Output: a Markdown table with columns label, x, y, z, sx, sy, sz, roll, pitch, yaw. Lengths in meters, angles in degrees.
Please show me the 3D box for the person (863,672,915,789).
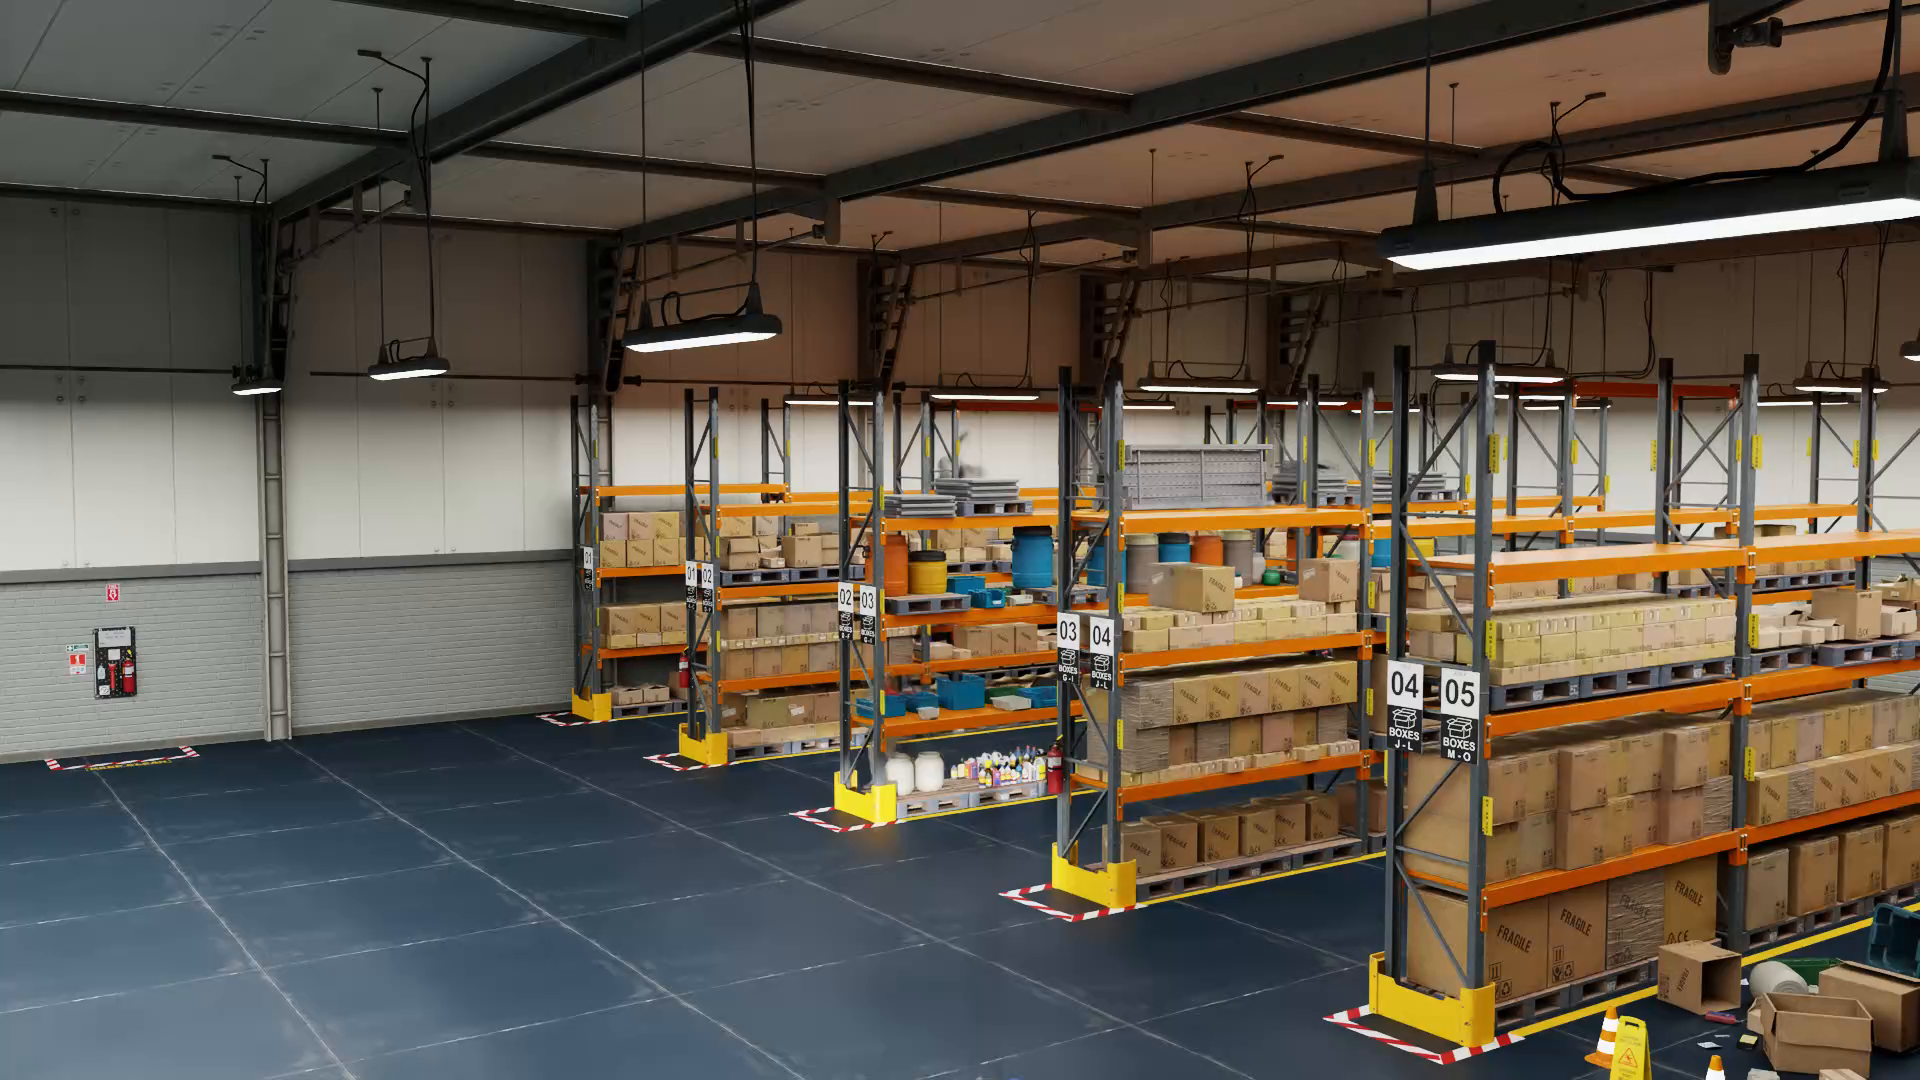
| label | x | y | z | sx | sy | sz | roll | pitch | yaw |
| --- | --- | --- | --- | --- | --- | --- | --- | --- | --- |
| person | -1.063 | 2.825 | 24.794 | 0.853 | 1.729 | 0.672 | -2 | 4 | -32 |
